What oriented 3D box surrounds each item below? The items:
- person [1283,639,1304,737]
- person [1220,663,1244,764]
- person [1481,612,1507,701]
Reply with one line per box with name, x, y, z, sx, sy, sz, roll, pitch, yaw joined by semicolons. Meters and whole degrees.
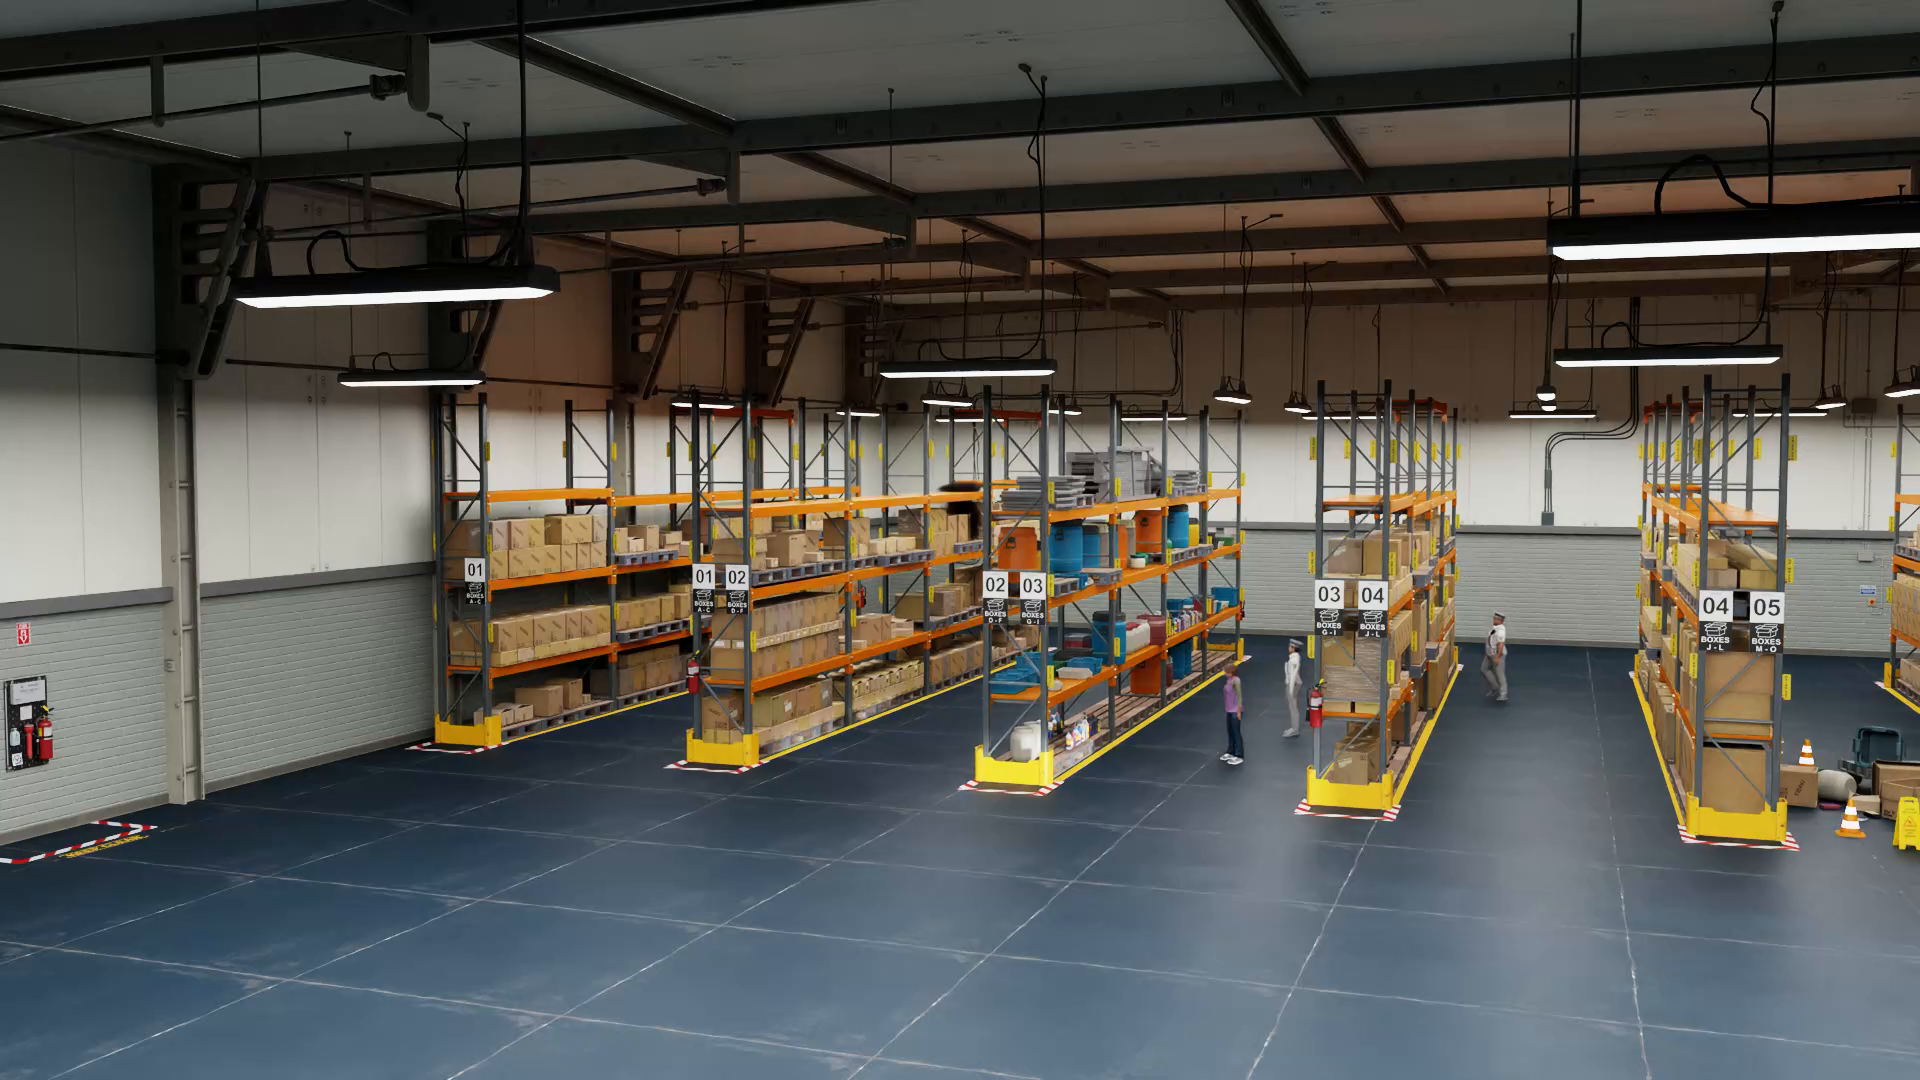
person;5.882;2.596;29.412;0.390;1.701;0.528;0;3;2
person;4.396;2.842;26.772;0.353;1.470;0.498;0;3;-7
person;10.805;2.335;33.543;0.425;1.788;0.688;0;3;-8
